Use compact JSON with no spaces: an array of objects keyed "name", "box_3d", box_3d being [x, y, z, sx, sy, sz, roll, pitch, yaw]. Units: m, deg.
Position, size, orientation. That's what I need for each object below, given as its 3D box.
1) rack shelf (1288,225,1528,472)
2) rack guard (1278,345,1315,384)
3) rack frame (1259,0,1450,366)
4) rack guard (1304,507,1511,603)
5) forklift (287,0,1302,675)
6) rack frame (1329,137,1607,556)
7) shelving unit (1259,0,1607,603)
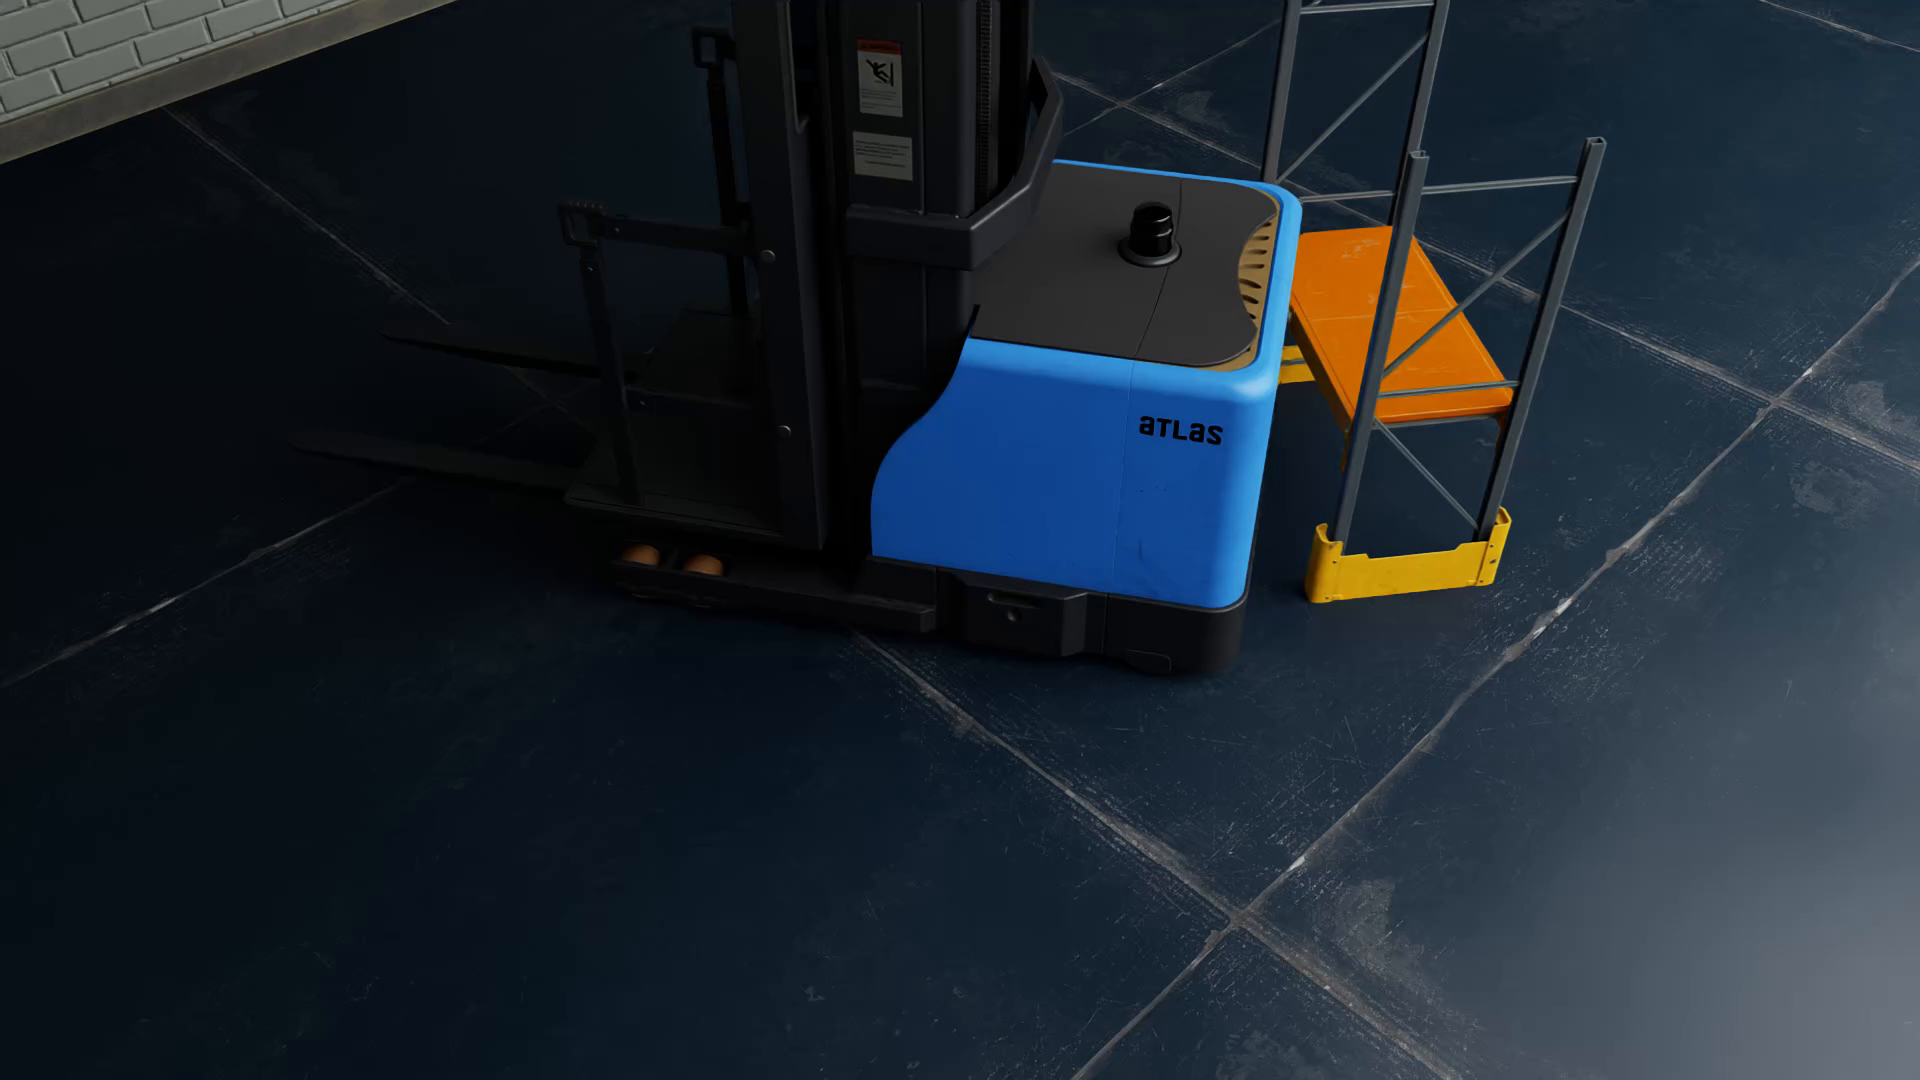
[{"name":"rack shelf","box_3d":[1.272,-0.622,5.083,0.538,0.185,1.000,-6,43,-6]},{"name":"rack guard","box_3d":[1.200,-0.624,5.741,0.587,0.250,0.087,-6,43,-6]},{"name":"rack frame","box_3d":[1.197,-1.096,5.330,0.500,1.500,0.032,-6,43,-6]},{"name":"rack guard","box_3d":[1.346,0.045,5.017,0.587,0.250,0.087,-6,43,-6]},{"name":"forklift","box_3d":[-0.579,-1.211,4.401,3.031,2.935,1.130,9,43,9]},{"name":"rack frame","box_3d":[1.346,-0.413,4.592,0.500,1.500,0.032,-6,43,-6]},{"name":"shelving unit","box_3d":[1.273,-0.748,4.955,0.587,1.500,1.083,-6,43,-6]}]
